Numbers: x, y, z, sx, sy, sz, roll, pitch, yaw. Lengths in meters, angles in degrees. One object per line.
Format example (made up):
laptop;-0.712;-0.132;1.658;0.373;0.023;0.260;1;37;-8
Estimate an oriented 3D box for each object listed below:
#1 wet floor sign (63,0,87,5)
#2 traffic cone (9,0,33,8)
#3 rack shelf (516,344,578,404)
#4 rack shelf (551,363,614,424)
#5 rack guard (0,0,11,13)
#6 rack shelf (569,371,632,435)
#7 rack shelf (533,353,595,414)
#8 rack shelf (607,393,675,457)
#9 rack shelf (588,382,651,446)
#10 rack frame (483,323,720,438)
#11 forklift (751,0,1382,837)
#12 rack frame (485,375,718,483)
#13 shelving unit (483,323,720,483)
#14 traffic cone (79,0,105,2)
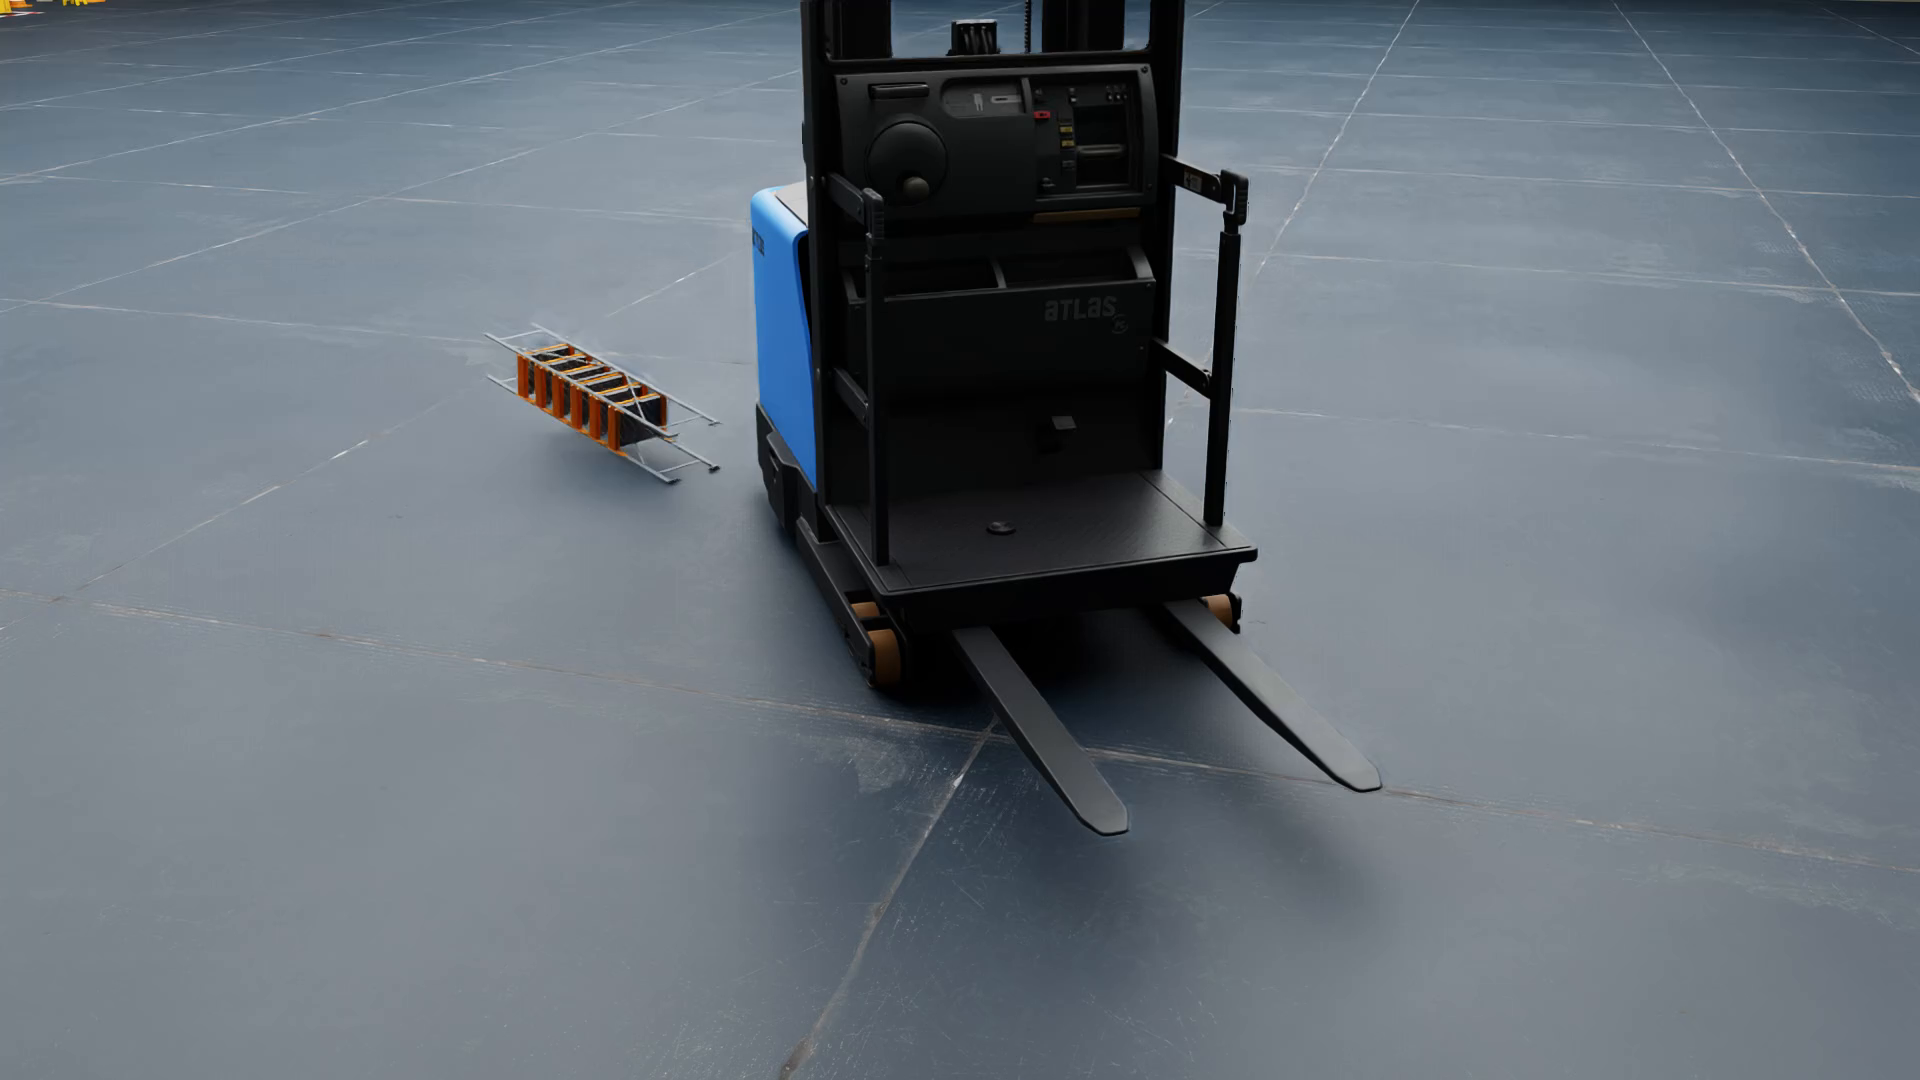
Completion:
wet floor sign;-13.905;-8.713;26.013;0.232;0.644;0.267;3;22;6
traffic cone;-14.603;-8.487;25.701;0.334;0.463;0.336;7;23;16
rack shelf;-1.647;-0.675;6.679;0.103;0.180;0.258;28;34;35
rack shelf;-1.474;-0.583;6.541;0.103;0.180;0.258;28;34;35
rack guard;-14.482;-7.927;24.288;0.348;0.500;1.175;7;23;16
rack shelf;-1.387;-0.537;6.472;0.103;0.180;0.258;28;34;35
rack shelf;-1.560;-0.629;6.610;0.103;0.180;0.258;28;34;35
rack shelf;-1.213;-0.445;6.334;0.103;0.180;0.258;28;34;35
rack shelf;-1.300;-0.491;6.403;0.103;0.180;0.258;28;34;35
rack frame;-1.410;-0.635;6.455;1.200;0.006;0.240;28;34;35
forklift;0.177;-1.113;4.472;1.130;2.935;3.031;-7;23;-16
rack frame;-1.428;-0.473;6.540;1.200;0.006;0.240;28;34;35
shelving unit;-1.419;-0.554;6.497;1.200;0.189;0.258;28;34;35
traffic cone;-13.951;-8.860;26.611;0.334;0.463;0.336;7;23;16
